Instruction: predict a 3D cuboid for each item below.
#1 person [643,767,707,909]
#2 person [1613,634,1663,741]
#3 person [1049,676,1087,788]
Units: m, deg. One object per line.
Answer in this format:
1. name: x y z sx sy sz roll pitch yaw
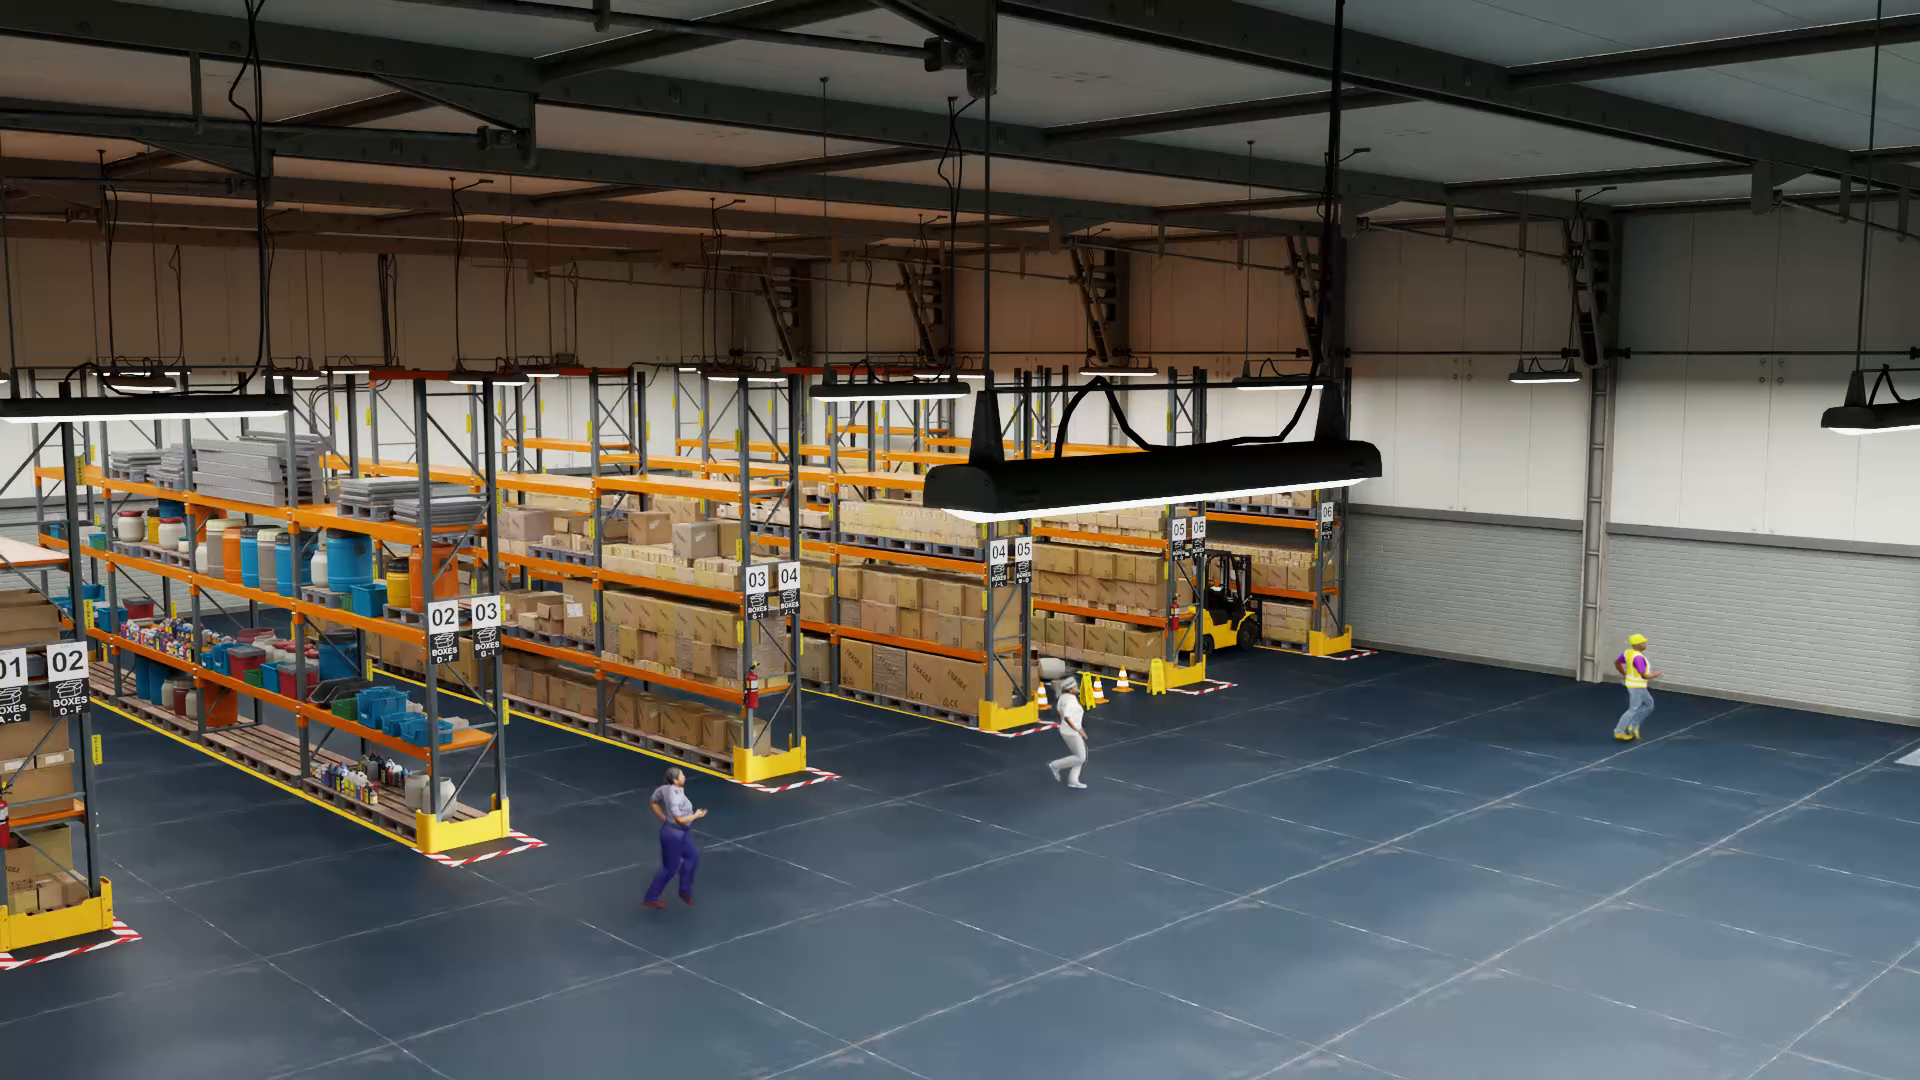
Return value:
1. person: -3.243 3.406 18.862 0.746 1.707 0.583 -2 7 -16
2. person: 11.026 2.410 27.041 0.711 1.784 0.671 1 7 11
3. person: 1.558 2.799 24.166 0.593 1.664 0.583 -1 7 -10
